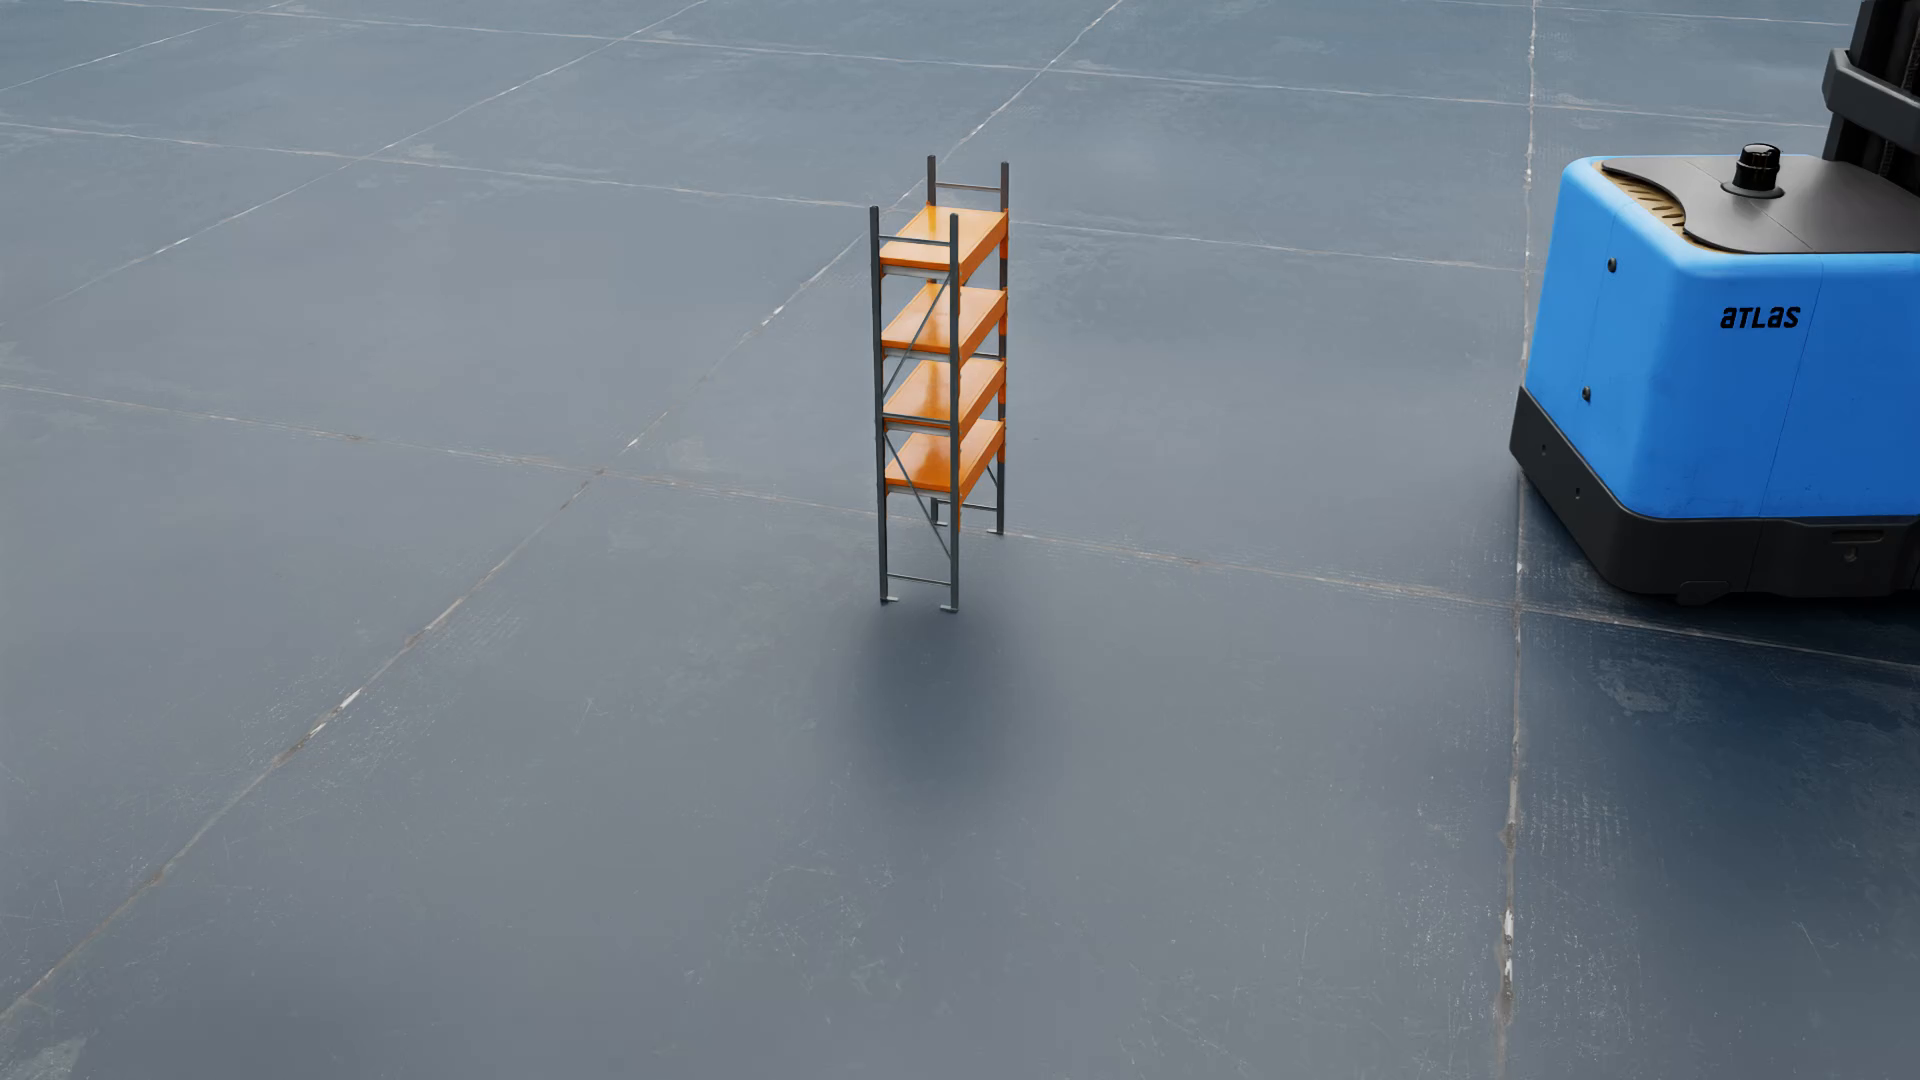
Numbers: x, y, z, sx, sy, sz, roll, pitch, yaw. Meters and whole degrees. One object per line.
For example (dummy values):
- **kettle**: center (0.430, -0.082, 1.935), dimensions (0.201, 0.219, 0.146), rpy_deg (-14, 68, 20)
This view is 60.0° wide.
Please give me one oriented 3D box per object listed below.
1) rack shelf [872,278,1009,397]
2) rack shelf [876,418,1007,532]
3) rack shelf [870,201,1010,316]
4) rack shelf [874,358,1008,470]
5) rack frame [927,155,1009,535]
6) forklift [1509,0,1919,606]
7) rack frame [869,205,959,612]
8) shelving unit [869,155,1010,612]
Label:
- **rack shelf**: center (-0.049, -0.584, 4.744), dimensions (0.258, 0.148, 0.480), rpy_deg (8, 30, 15)
- **rack shelf**: center (-0.049, -0.215, 4.949), dimensions (0.258, 0.148, 0.480), rpy_deg (8, 30, 15)
- **rack shelf**: center (-0.049, -0.791, 4.629), dimensions (0.258, 0.148, 0.480), rpy_deg (8, 30, 15)
- **rack shelf**: center (-0.049, -0.389, 4.853), dimensions (0.258, 0.148, 0.480), rpy_deg (8, 30, 15)
- **rack frame**: center (0.023, -0.561, 5.024), dimensions (0.240, 1.200, 0.015), rpy_deg (8, 30, 15)
- **forklift**: center (3.395, -1.340, 4.644), dimensions (3.031, 2.935, 1.130), rpy_deg (-1, 29, -2)
- **rack frame**: center (-0.120, -0.334, 4.616), dimensions (0.240, 1.200, 0.015), rpy_deg (8, 30, 15)
- **shelving unit**: center (-0.049, -0.447, 4.820), dimensions (0.258, 1.200, 0.503), rpy_deg (8, 30, 15)
